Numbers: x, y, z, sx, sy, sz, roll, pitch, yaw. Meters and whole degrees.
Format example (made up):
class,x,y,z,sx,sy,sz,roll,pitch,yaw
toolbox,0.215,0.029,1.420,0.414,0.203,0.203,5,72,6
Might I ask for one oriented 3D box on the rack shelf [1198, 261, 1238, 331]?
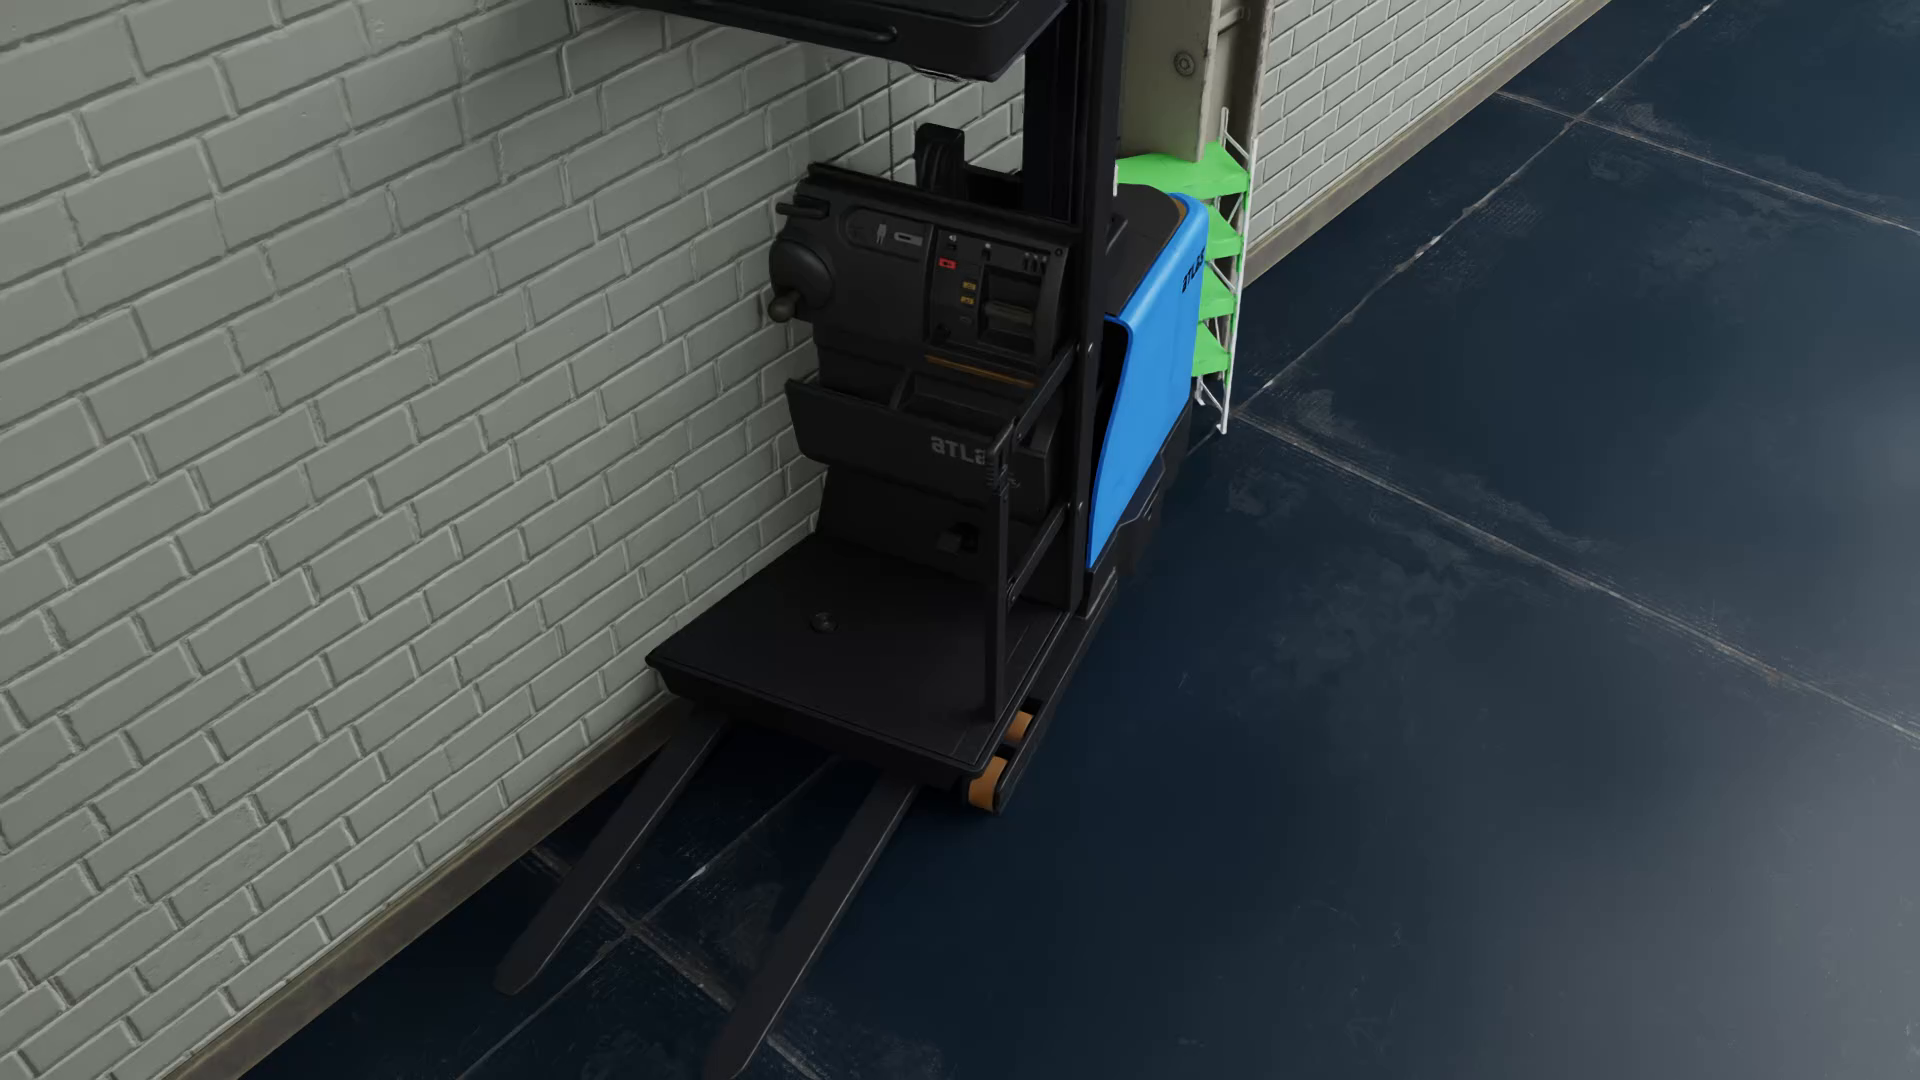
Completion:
class,x,y,z,sx,sy,sz,roll,pitch,yaw
rack shelf,0.699,-0.814,5.837,0.480,0.148,0.258,-13,43,-13

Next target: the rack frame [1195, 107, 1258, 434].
class,x,y,z,sx,sy,sz,roll,pitch,yaw
rack frame,0.929,-0.917,5.850,0.015,1.200,0.240,-13,43,-13

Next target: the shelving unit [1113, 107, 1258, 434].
class,x,y,z,sx,sy,sz,roll,pitch,yaw
shelving unit,0.698,-0.862,5.794,0.503,1.200,0.258,-13,43,-13

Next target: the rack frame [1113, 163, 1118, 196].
class,x,y,z,sx,sy,sz,roll,pitch,yaw
rack frame,0.466,-0.807,5.739,0.015,1.200,0.240,-13,43,-13

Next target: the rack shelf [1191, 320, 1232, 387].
class,x,y,z,sx,sy,sz,roll,pitch,yaw
rack shelf,0.703,-0.634,5.996,0.480,0.148,0.258,-13,43,-13

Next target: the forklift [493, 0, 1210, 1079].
class,x,y,z,sx,sy,sz,roll,pitch,yaw
forklift,-0.247,-0.627,4.261,1.130,2.935,3.031,17,45,18

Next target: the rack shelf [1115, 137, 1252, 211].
class,x,y,z,sx,sy,sz,roll,pitch,yaw
rack shelf,0.689,-1.174,5.519,0.480,0.148,0.258,-13,43,-13

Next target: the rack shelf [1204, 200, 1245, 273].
class,x,y,z,sx,sy,sz,roll,pitch,yaw
rack shelf,0.694,-0.994,5.678,0.480,0.148,0.258,-13,43,-13

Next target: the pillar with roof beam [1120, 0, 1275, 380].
class,x,y,z,sx,sy,sz,roll,pitch,yaw
pillar with roof beam,4.083,-2.074,1.342,9.100,9.000,0.400,29,50,28
